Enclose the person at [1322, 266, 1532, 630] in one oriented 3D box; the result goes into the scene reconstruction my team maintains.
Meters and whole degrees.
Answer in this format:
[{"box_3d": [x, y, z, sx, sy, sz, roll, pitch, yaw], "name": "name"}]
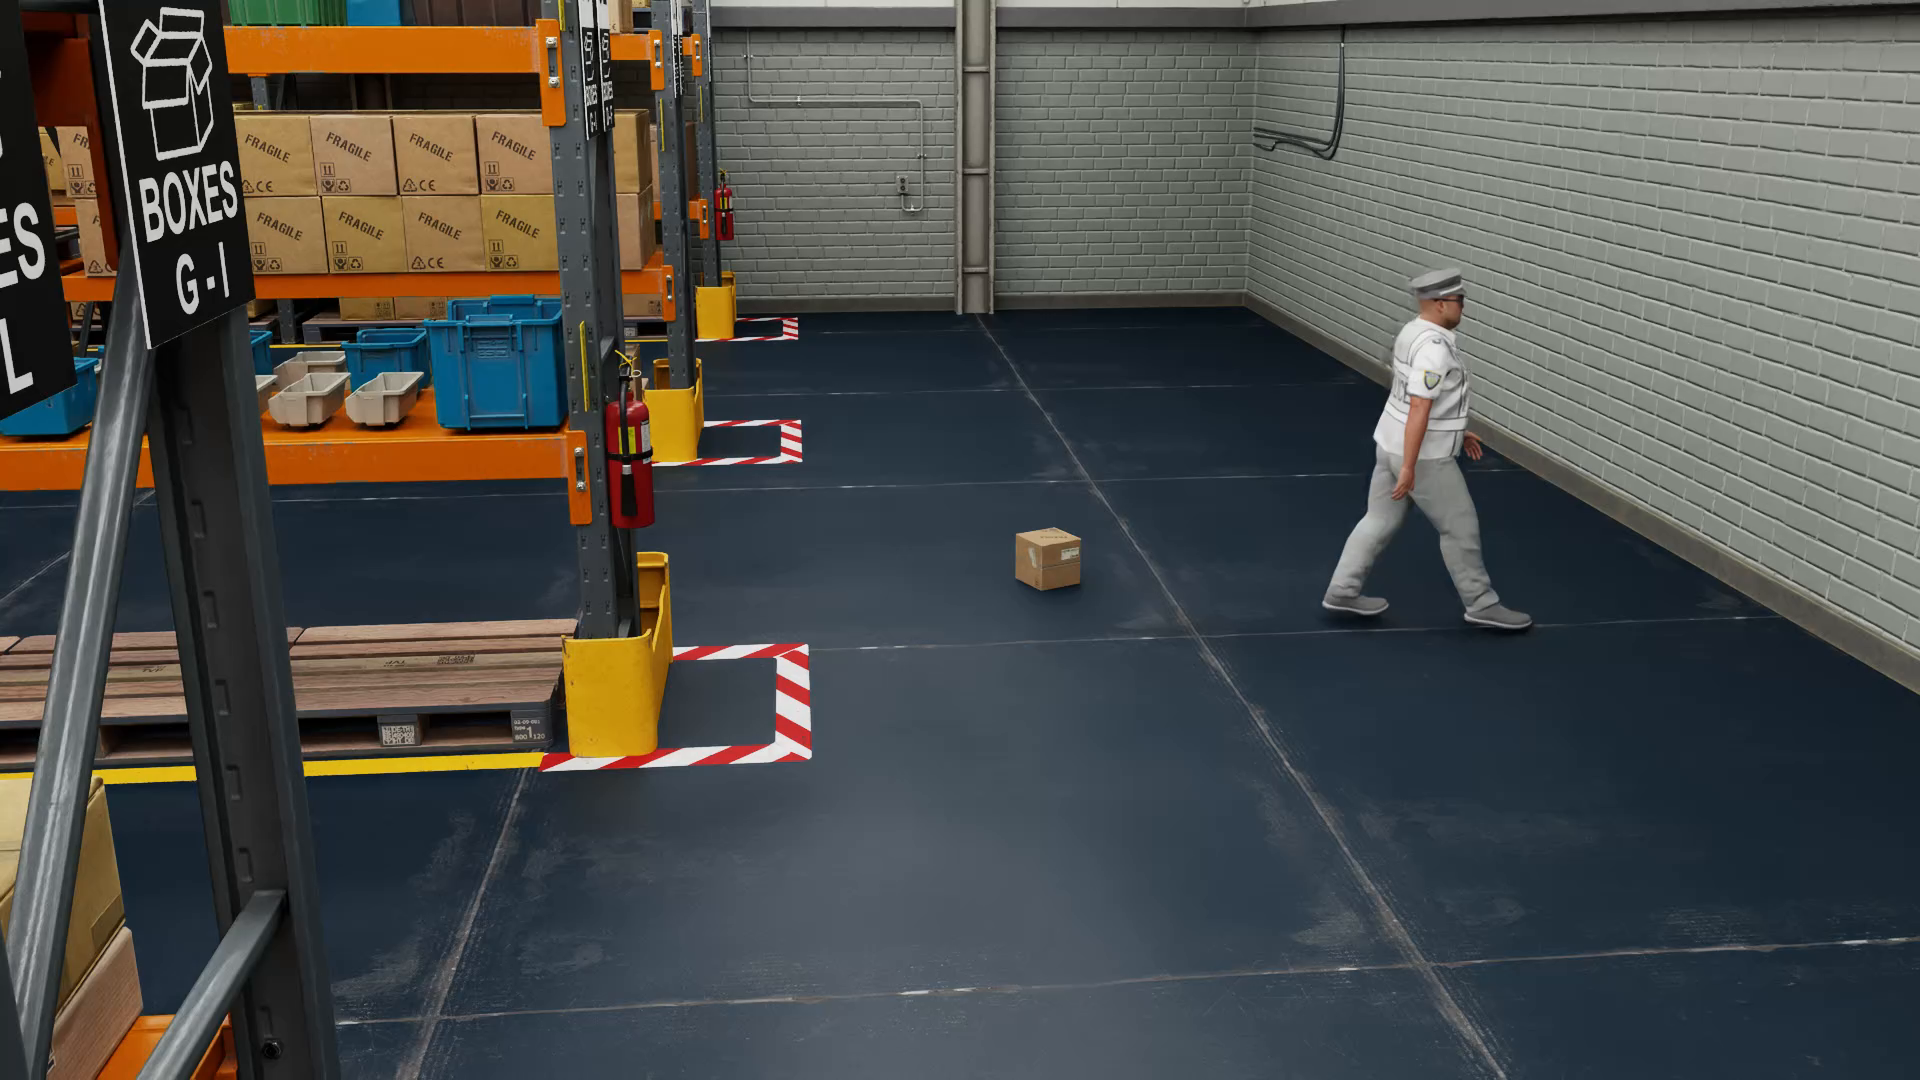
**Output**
[{"box_3d": [2.285, -0.440, 7.933, 0.970, 1.726, 0.570, -1, 17, -3], "name": "person"}]
